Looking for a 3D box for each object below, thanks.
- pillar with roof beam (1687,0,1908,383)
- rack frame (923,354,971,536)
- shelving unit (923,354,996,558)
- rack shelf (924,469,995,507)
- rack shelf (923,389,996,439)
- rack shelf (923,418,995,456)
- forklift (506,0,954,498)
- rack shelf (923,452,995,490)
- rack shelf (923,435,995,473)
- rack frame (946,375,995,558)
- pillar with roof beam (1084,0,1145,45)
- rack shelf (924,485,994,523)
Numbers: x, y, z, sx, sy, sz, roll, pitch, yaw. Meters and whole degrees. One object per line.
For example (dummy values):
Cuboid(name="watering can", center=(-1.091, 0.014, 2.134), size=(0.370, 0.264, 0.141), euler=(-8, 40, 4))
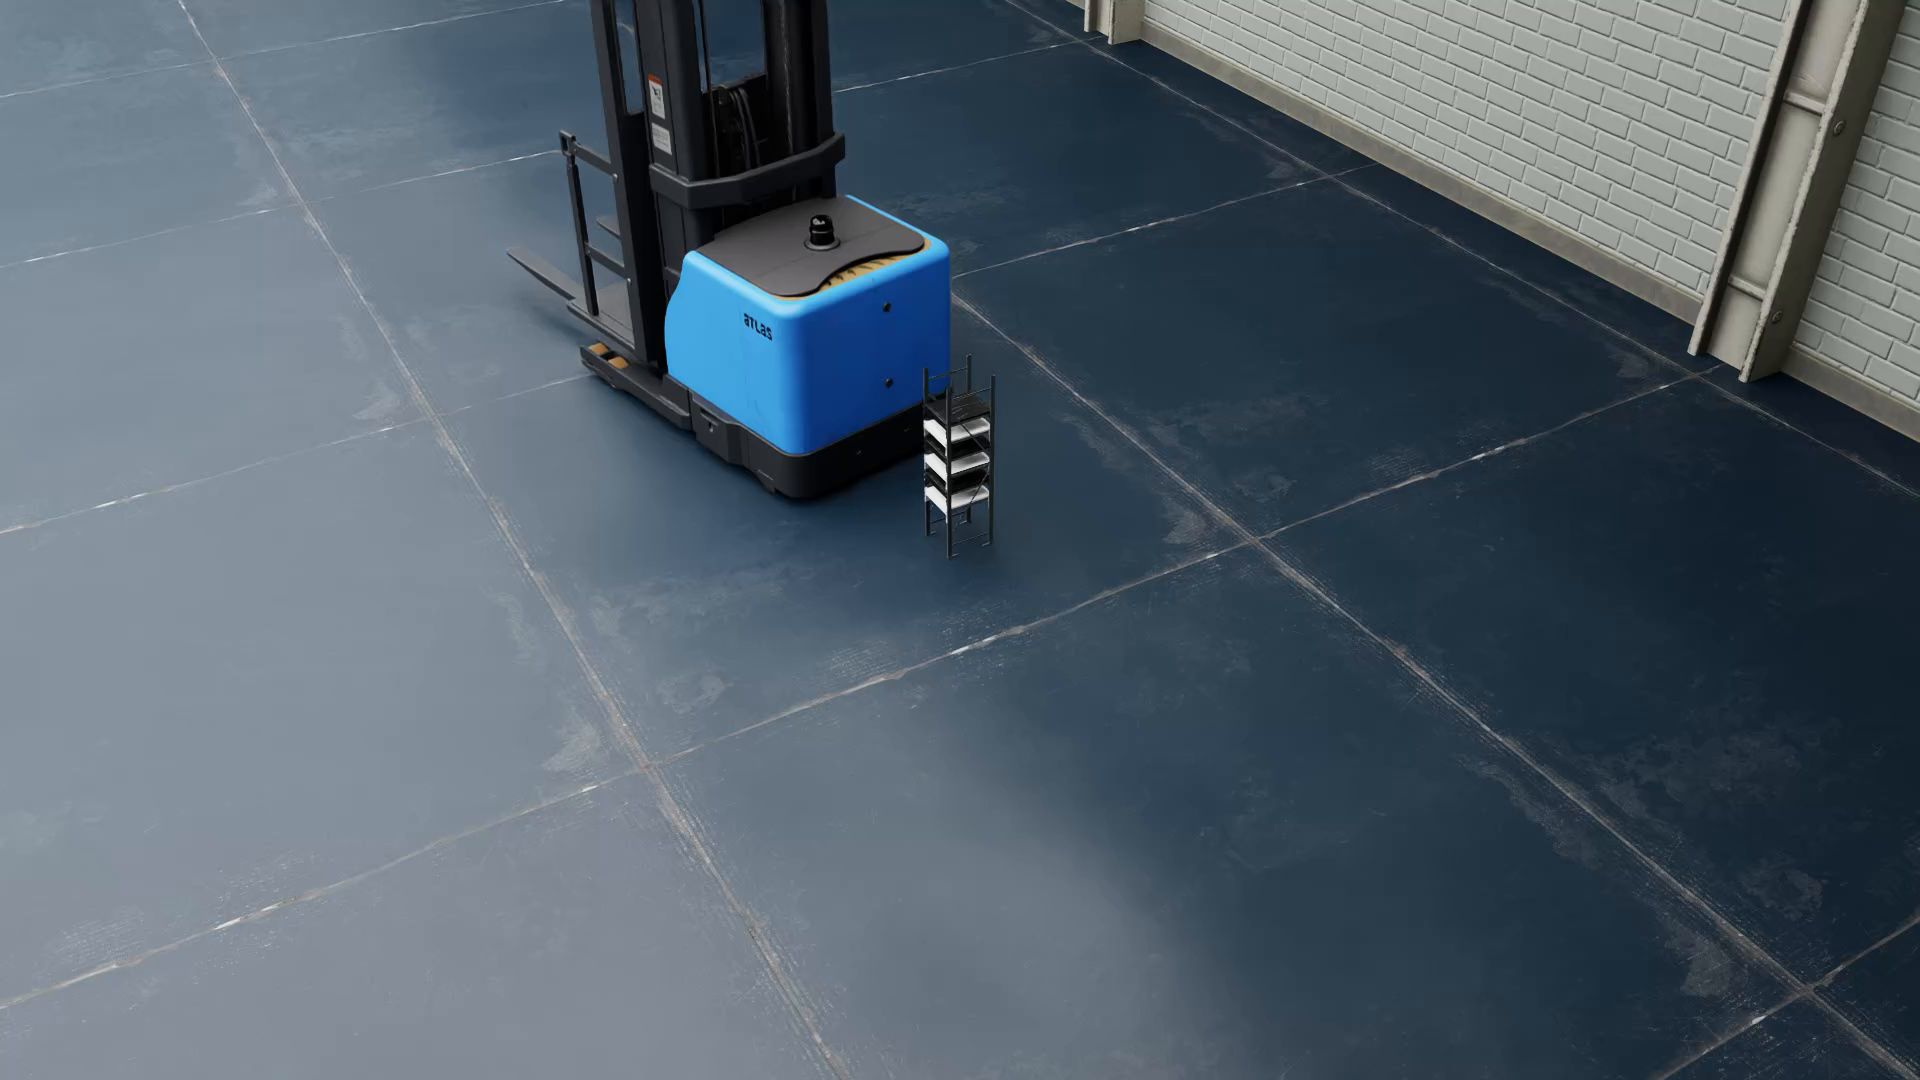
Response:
Cuboid(name="pillar with roof beam", center=(0.519, -3.342, 4.697), size=(9.100, 9.000, 0.400), euler=(-19, 40, -24))
Cuboid(name="rack frame", center=(-0.055, -0.419, 7.561), size=(0.240, 0.900, 0.006), euler=(-19, 40, -24))
Cuboid(name="shelving unit", center=(-0.004, -0.368, 7.490), size=(0.258, 0.900, 0.210), euler=(-19, 40, -24))
Cuboid(name="rack shelf", center=(-0.004, -0.268, 7.563), size=(0.258, 0.077, 0.200), euler=(-19, 40, -24))
Cuboid(name="rack shelf", center=(-0.004, -0.559, 7.351), size=(0.258, 0.077, 0.200), euler=(-19, 40, -24))
Cuboid(name="rack shelf", center=(-0.004, -0.486, 7.404), size=(0.258, 0.077, 0.200), euler=(-19, 40, -24))
Cuboid(name="forklift", center=(-1.390, -2.168, 8.234), size=(1.130, 2.935, 3.031), euler=(-28, 45, -33))
Cuboid(name="rack shelf", center=(-0.004, -0.341, 7.510), size=(0.258, 0.077, 0.200), euler=(-19, 40, -24))
Cuboid(name="rack shelf", center=(-0.004, -0.413, 7.457), size=(0.258, 0.077, 0.200), euler=(-19, 40, -24))
Cuboid(name="rack frame", center=(0.047, -0.316, 7.419), size=(0.240, 0.900, 0.006), euler=(-19, 40, -24))
Cuboid(name="pillar with roof beam", center=(-2.496, -6.402, 8.886), size=(9.100, 9.000, 0.400), euler=(-19, 40, -24))
Cuboid(name="rack shelf", center=(-0.004, -0.195, 7.616), size=(0.258, 0.077, 0.200), euler=(-19, 40, -24))
